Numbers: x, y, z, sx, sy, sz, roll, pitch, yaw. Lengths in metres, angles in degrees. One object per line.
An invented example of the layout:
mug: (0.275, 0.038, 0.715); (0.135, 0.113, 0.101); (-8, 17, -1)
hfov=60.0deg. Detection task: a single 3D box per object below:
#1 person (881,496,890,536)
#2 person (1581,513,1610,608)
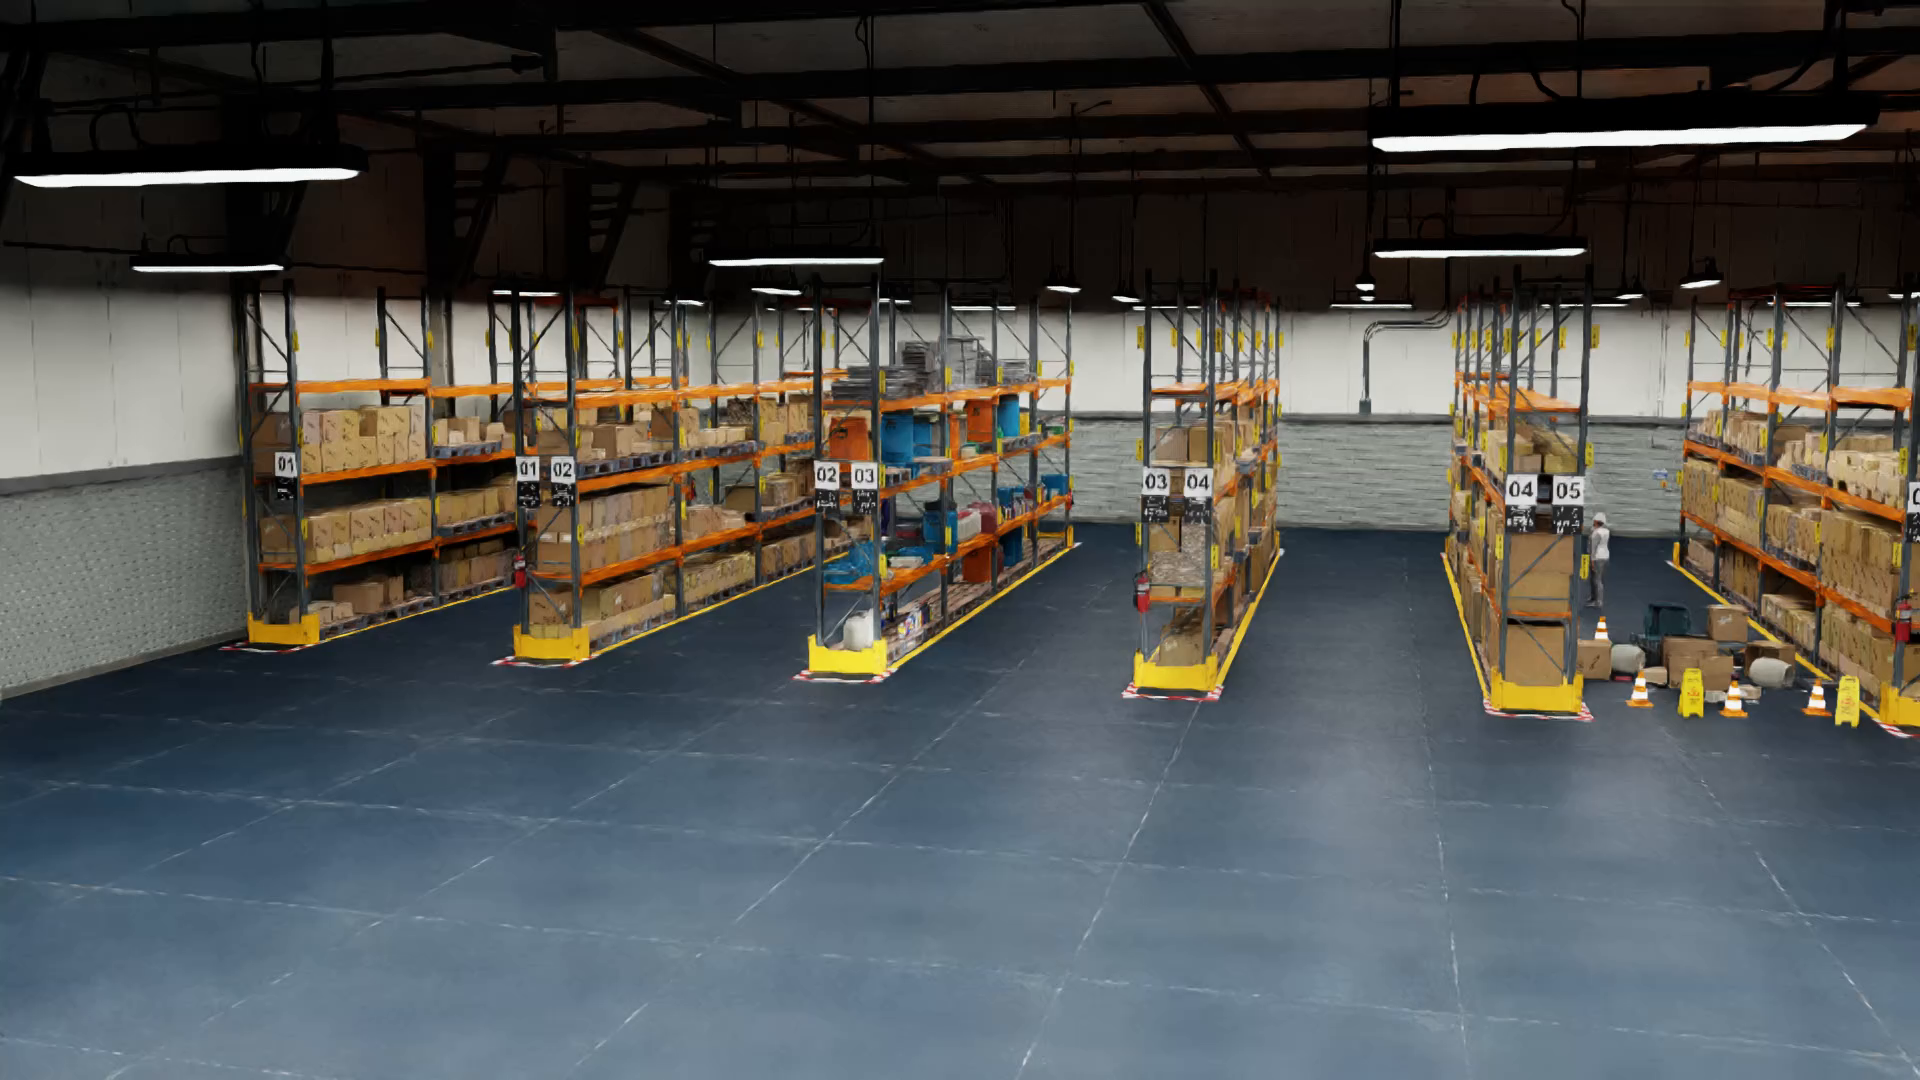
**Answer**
person: (-2.074, -0.919, 42.792); (0.638, 1.644, 0.498); (-7, 9, -44)
person: (11.943, 0.366, 31.272); (0.494, 1.775, 0.578); (7, 9, 43)
